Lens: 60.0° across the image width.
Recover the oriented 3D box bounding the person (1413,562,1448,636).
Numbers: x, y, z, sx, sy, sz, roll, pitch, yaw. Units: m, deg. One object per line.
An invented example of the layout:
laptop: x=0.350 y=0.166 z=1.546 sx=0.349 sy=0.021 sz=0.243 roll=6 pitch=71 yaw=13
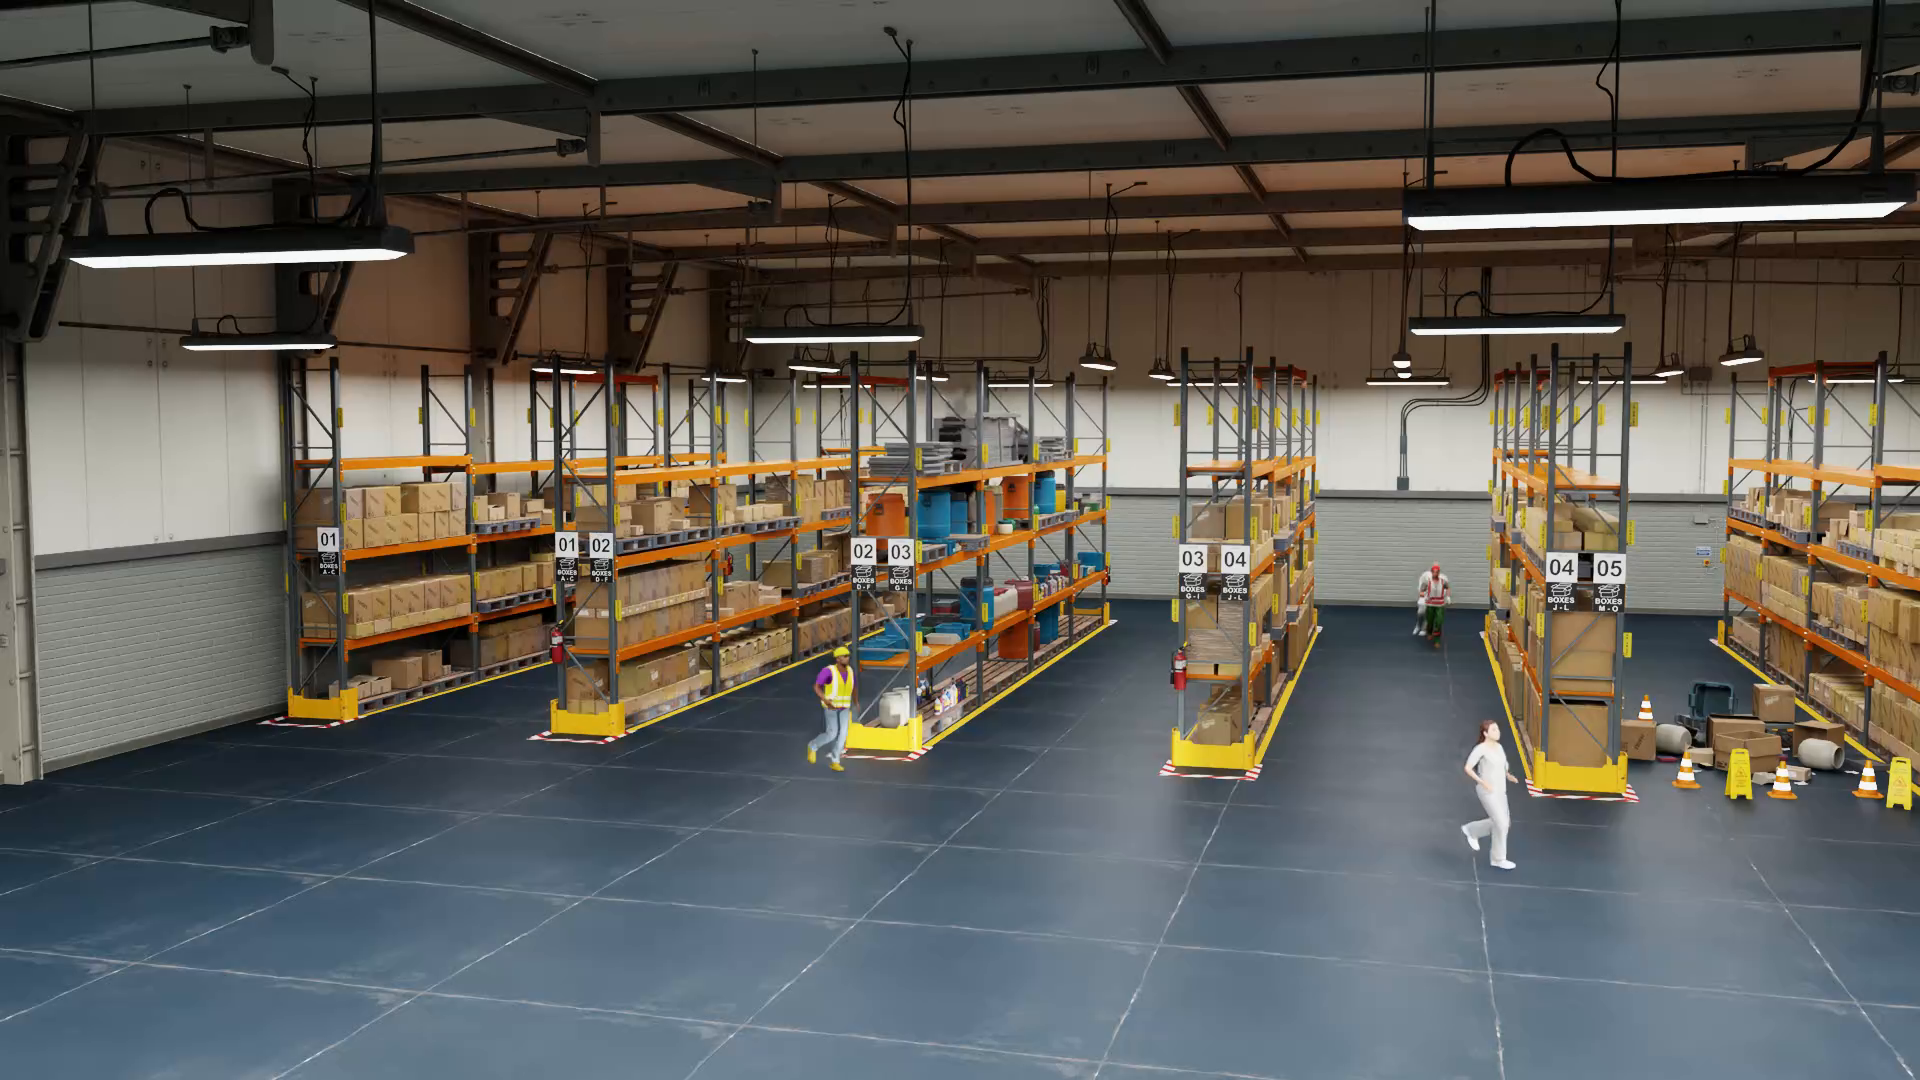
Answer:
person: x=10.731 y=1.352 z=37.933 sx=0.774 sy=1.720 sz=0.656 roll=2 pitch=5 yaw=27

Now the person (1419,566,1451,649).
person: x=10.333 y=1.438 z=36.173 sx=0.673 sy=1.776 sz=0.987 roll=1 pitch=4 yaw=10

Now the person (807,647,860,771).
person: x=-1.749 y=2.391 z=23.839 sx=0.738 sy=1.723 sz=0.723 roll=-4 pitch=5 yaw=-40

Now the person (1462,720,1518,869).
person: x=5.911 y=2.819 z=18.632 sx=0.571 sy=1.628 sz=0.752 roll=-3 pitch=5 yaw=-35
